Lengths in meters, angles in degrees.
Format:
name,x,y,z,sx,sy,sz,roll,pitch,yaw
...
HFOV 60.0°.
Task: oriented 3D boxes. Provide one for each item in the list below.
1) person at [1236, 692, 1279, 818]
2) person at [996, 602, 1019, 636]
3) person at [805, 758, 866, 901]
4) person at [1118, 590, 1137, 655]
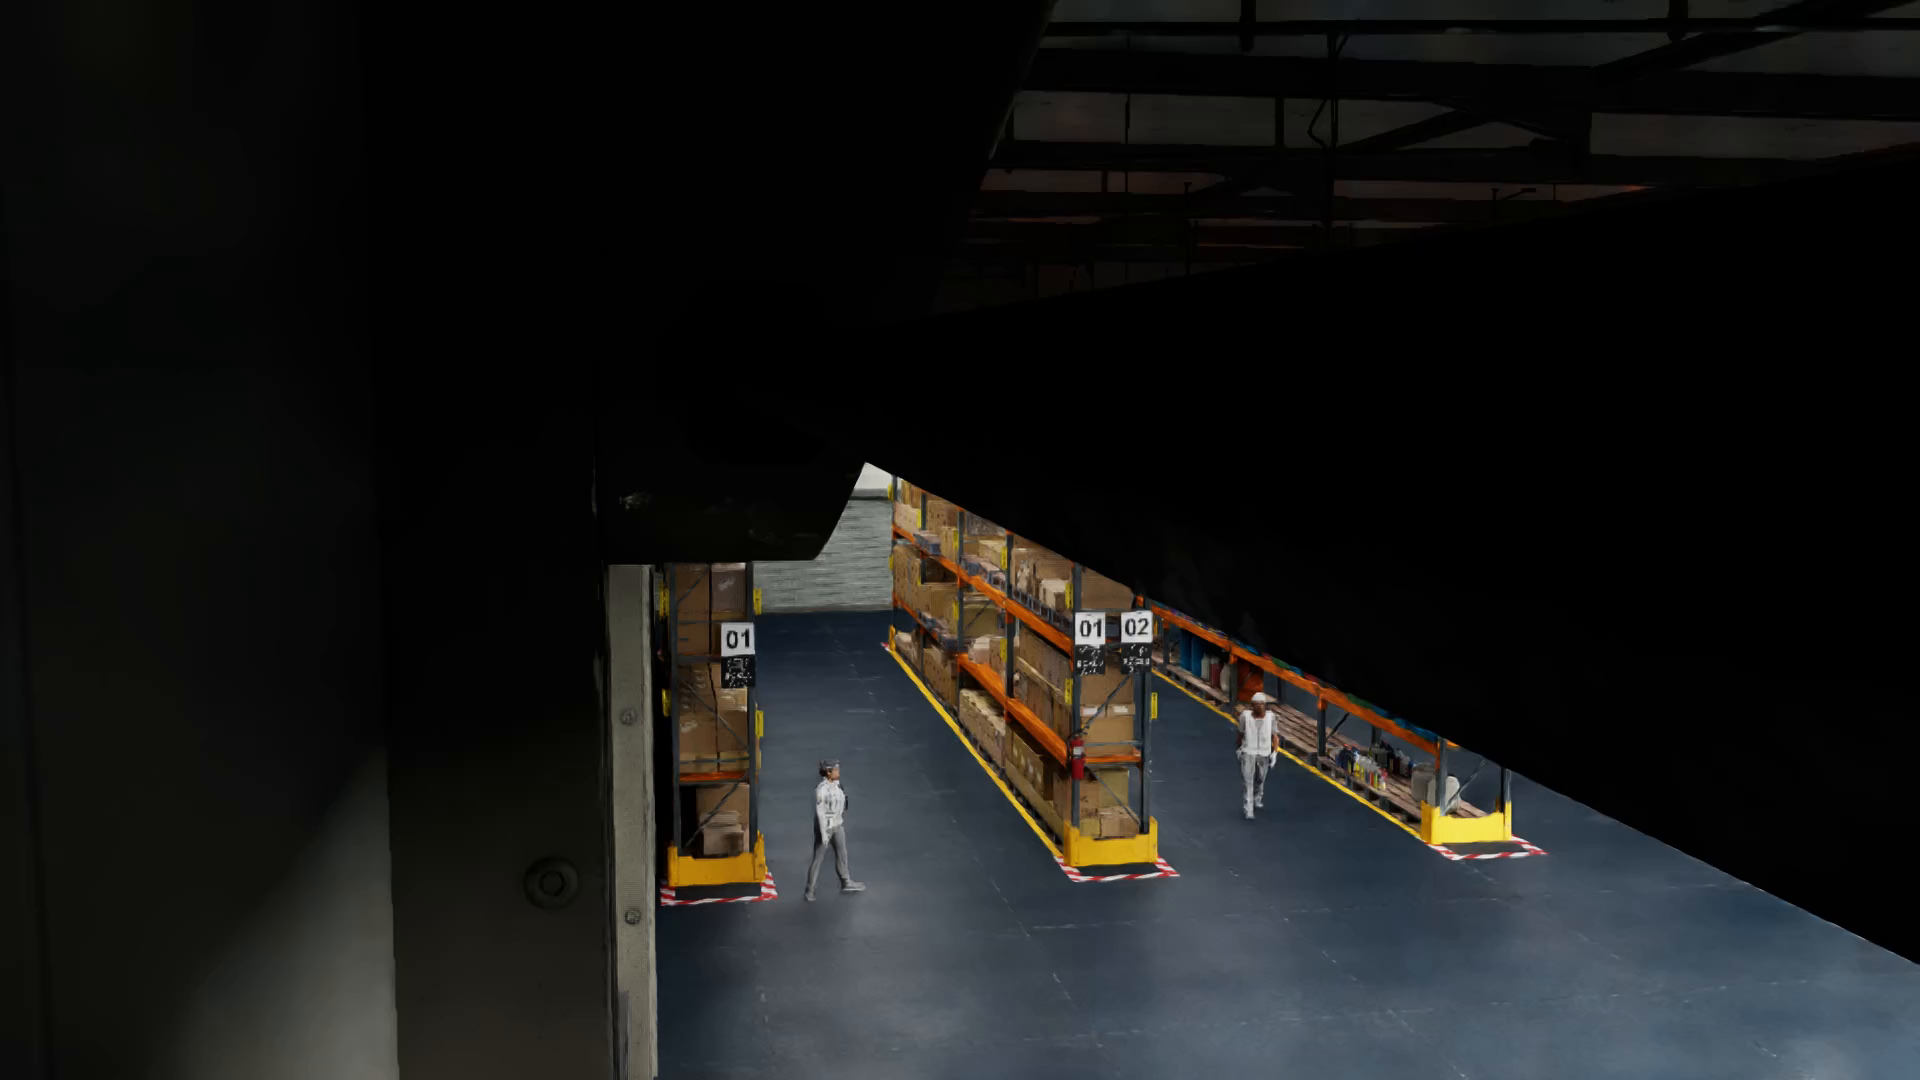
name,x,y,z,sx,sy,sz,roll,pitch,yaw
person,4.150,2.962,23.159,0.554,1.722,1.037,0,6,-1
person,1.065,1.473,37.097,0.542,1.675,1.126,-1,6,-8
person,-1.507,3.373,19.610,0.544,1.672,0.685,3,7,27
person,3.609,1.629,35.571,0.479,1.717,0.565,0,6,2
